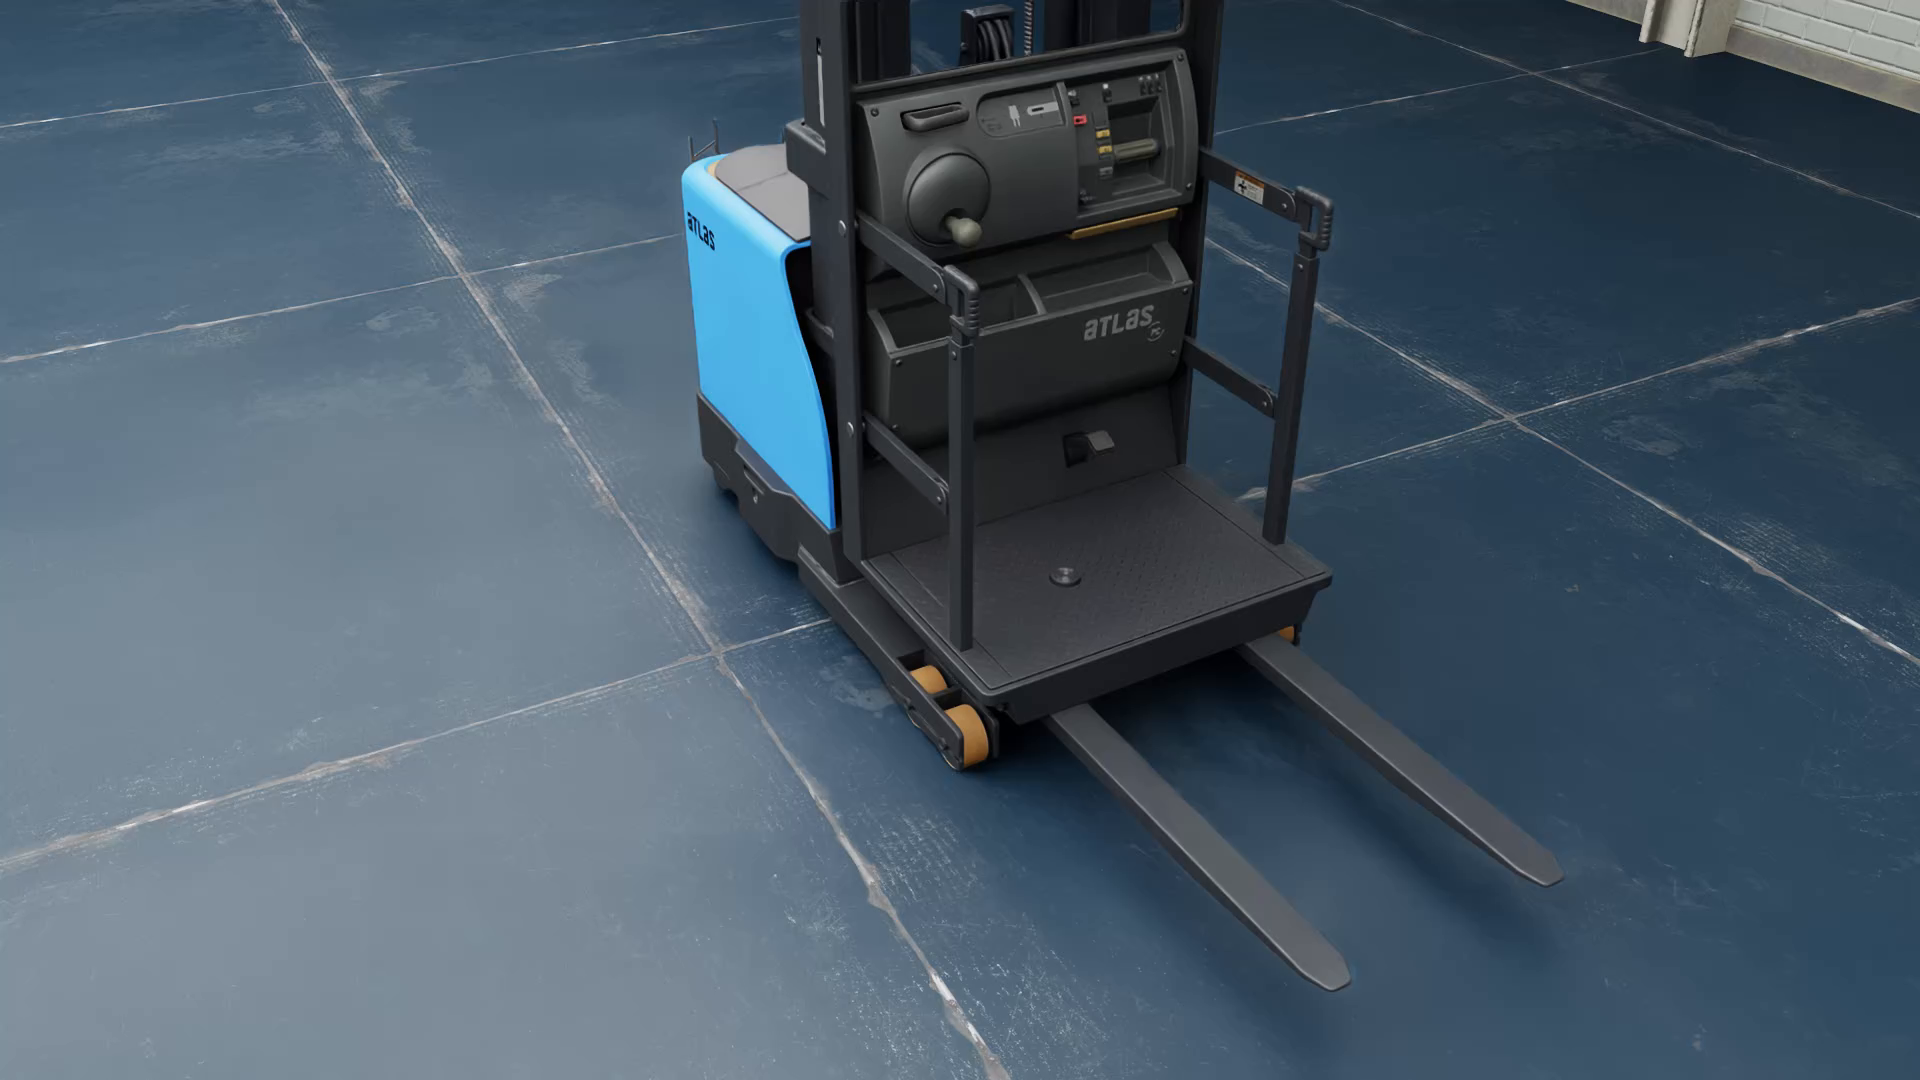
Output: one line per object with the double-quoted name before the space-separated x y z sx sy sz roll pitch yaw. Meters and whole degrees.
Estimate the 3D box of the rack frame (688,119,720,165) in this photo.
"rack frame" -0.832 -0.890 5.666 0.008 1.050 0.200 10 34 15

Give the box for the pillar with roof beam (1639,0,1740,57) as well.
"pillar with roof beam" 0.453 -5.624 5.686 9.100 9.000 0.400 -16 36 -23

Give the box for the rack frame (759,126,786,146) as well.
"rack frame" -0.600 -0.850 5.602 0.008 1.050 0.200 10 34 15

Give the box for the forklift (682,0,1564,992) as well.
"forklift" 0.301 -0.923 3.973 1.130 2.935 3.031 -17 36 -25

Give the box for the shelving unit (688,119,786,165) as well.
"shelving unit" -0.716 -0.870 5.634 0.252 1.050 0.215 10 34 15
